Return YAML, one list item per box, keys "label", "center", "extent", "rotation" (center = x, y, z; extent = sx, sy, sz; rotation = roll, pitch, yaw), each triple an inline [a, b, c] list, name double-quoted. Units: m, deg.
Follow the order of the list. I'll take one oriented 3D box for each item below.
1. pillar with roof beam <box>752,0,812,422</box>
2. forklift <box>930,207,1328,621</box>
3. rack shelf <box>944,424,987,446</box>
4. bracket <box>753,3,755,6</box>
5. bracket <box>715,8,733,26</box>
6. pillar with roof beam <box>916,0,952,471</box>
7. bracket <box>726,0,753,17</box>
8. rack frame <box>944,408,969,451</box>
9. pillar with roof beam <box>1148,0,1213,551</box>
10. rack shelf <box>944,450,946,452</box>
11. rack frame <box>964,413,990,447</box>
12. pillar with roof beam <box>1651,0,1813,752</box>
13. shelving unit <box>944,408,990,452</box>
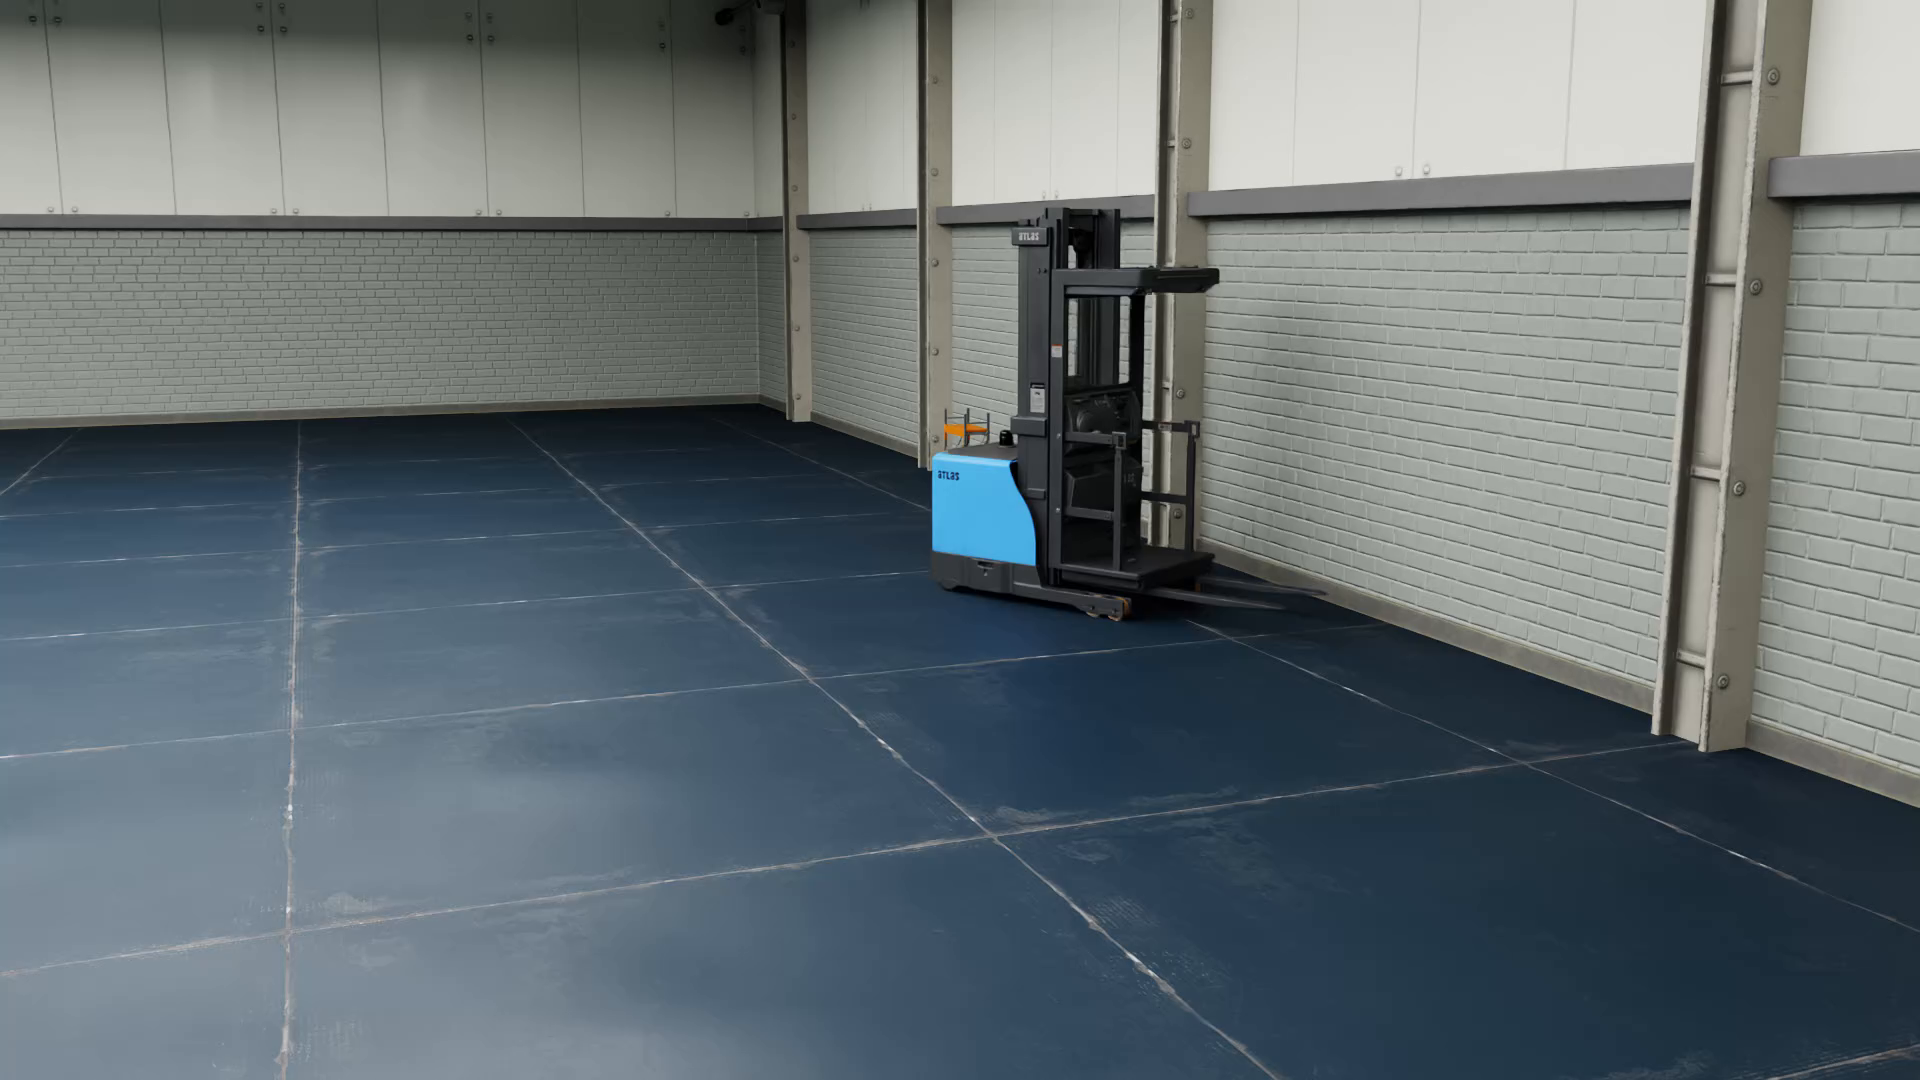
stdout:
- label: "pillar with roof beam"
  center: [-6.486, -6.003, 23.303]
  extent: [9.100, 9.000, 0.548]
  rotation: [-4, 11, -21]
- label: "forklift"
  center: [1.235, -0.965, 12.305]
  extent: [3.031, 2.935, 1.130]
  rotation: [8, 13, 38]
- label: "rack shelf"
  center: [0.060, -0.951, 14.924]
  extent: [0.258, 0.148, 0.480]
  rotation: [-4, 11, -21]
- label: "bracket"
  center: [-2.954, -8.094, 24.777]
  extent: [0.235, 0.232, 0.430]
  rotation: [-4, 11, -21]
- label: "bracket"
  center: [-3.813, -8.480, 26.952]
  extent: [0.235, 0.232, 0.430]
  rotation: [-4, 11, -21]
- label: "pillar with roof beam"
  center: [-4.311, -5.024, 17.797]
  extent: [9.100, 9.000, 0.400]
  rotation: [-4, 11, -21]
- label: "bracket"
  center: [-3.599, -8.384, 26.410]
  extent: [0.076, 0.066, 3.189]
  rotation: [-4, 11, -21]
- label: "rack frame"
  center: [-0.028, -0.604, 15.217]
  extent: [0.240, 1.200, 0.015]
  rotation: [-4, 11, -21]
- label: "pillar with roof beam"
  center: [-2.137, -4.044, 12.291]
  extent: [9.100, 9.000, 0.400]
  rotation: [-4, 11, -21]
- label: "rack shelf"
  center: [0.060, -0.718, 14.966]
  extent: [0.258, 0.148, 0.480]
  rotation: [-4, 11, -21]
- label: "rack frame"
  center: [0.148, -0.524, 14.769]
  extent: [0.240, 1.200, 0.015]
  rotation: [-4, 11, -21]
- label: "pillar with roof beam"
  center: [0.037, -3.065, 6.785]
  extent: [9.100, 9.000, 0.400]
  rotation: [-4, 11, -21]
- label: "shelving unit"
  center: [0.060, -0.564, 14.993]
  extent: [0.258, 1.200, 0.503]
  rotation: [-4, 11, -21]
